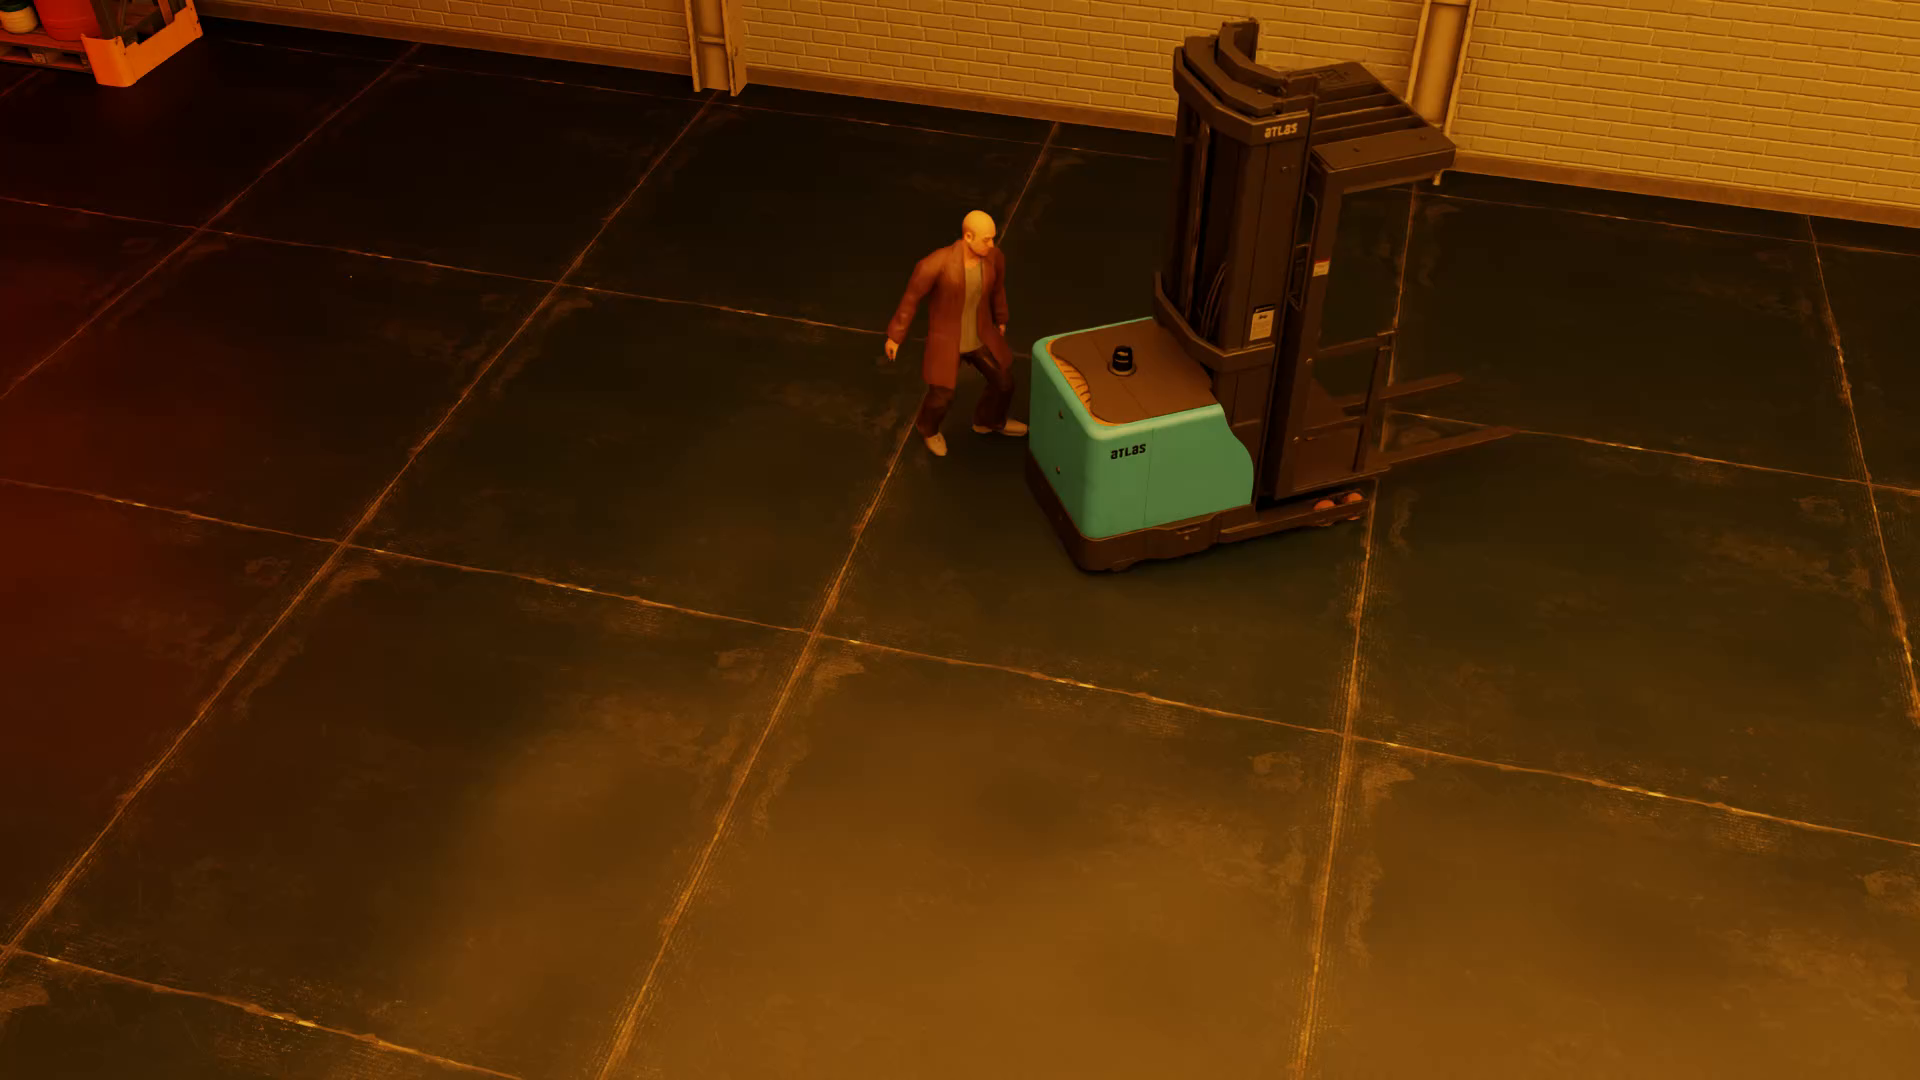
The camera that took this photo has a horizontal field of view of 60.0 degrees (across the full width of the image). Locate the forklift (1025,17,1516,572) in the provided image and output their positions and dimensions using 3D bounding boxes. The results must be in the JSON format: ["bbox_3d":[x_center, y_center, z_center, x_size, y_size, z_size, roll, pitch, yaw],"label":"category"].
[{"bbox_3d":[1.984,-1.500,9.573,3.031,2.935,1.130,-13,43,-14],"label":"forklift"}]

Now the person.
[{"bbox_3d":[-0.014,-1.269,10.258,0.932,1.749,0.529,-16,44,-18],"label":"person"}]
